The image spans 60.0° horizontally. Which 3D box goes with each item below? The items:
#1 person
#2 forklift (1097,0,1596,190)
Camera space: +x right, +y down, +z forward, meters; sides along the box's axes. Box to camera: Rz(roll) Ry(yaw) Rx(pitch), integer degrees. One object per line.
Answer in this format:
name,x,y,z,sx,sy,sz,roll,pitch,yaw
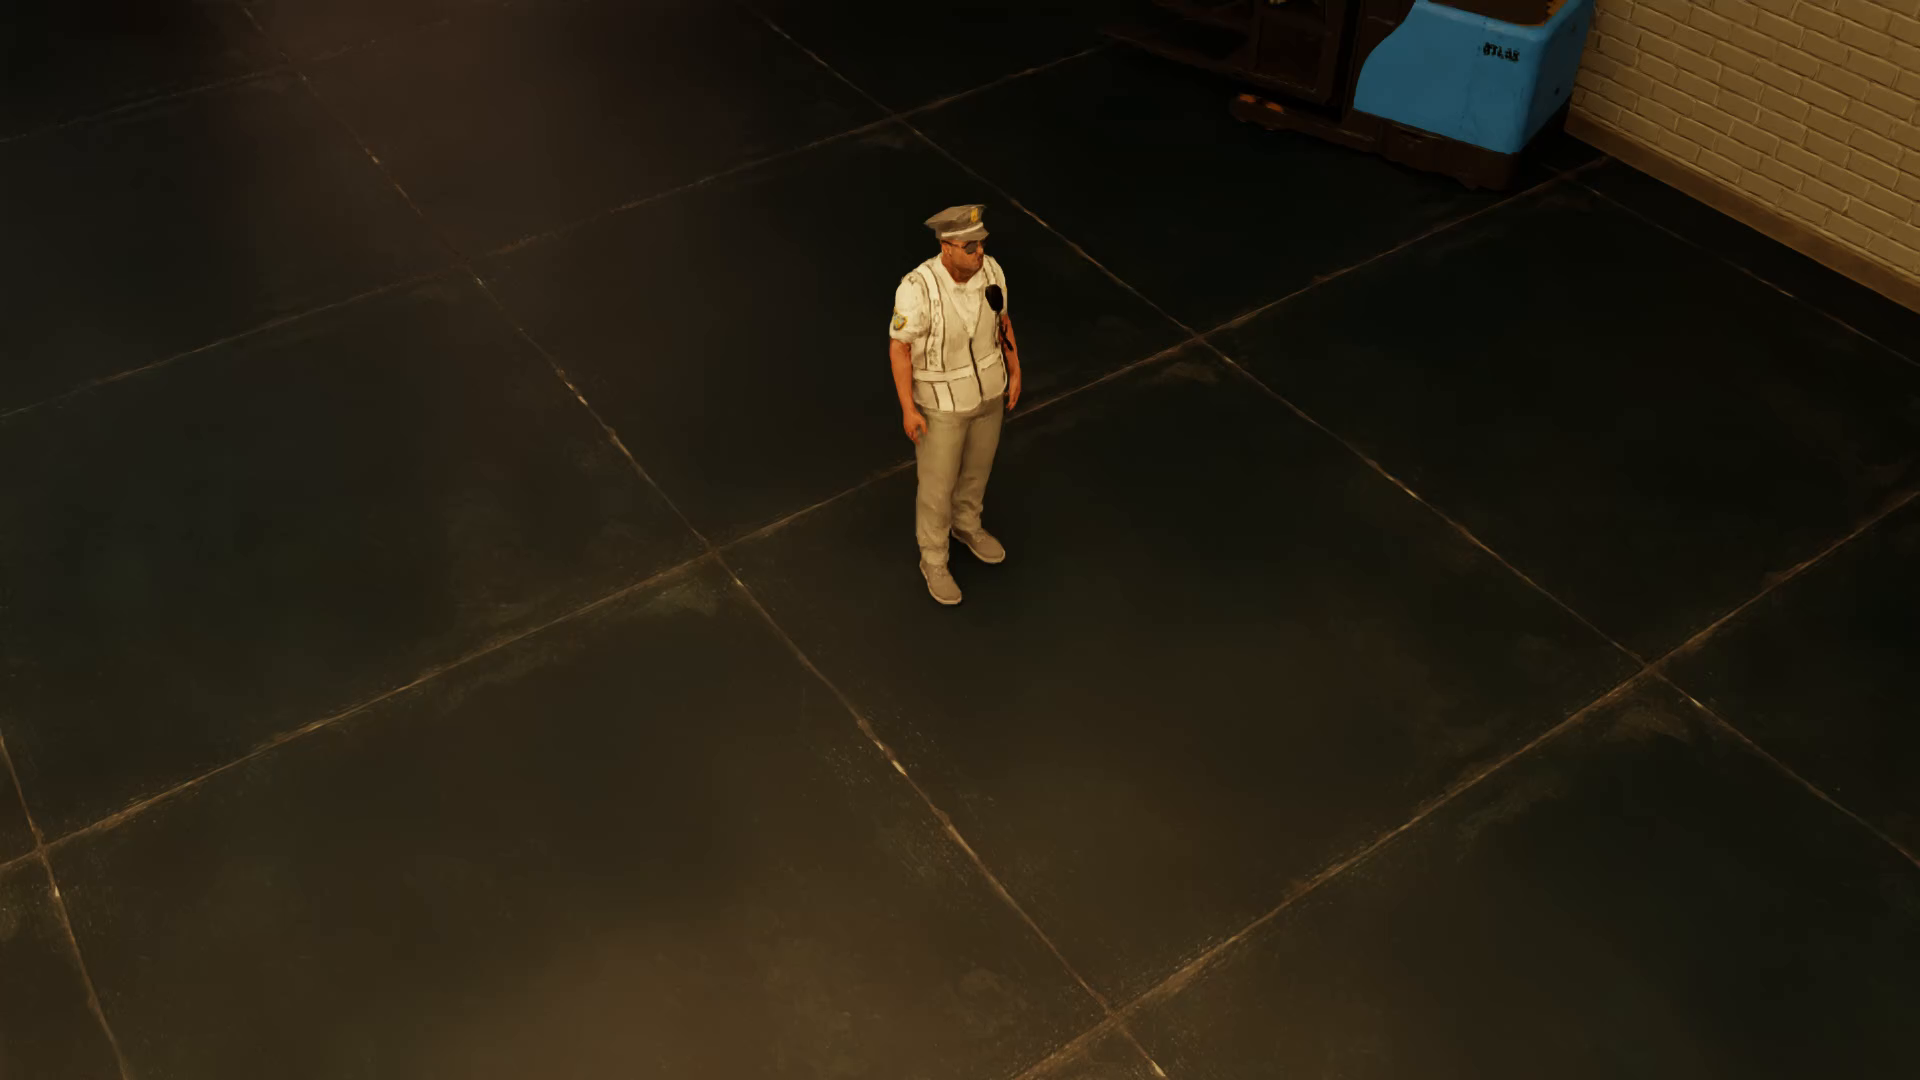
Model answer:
person,0.035,-0.613,7.217,0.640,1.781,0.574,-25,48,-25
forklift,2.362,-3.994,10.050,3.031,2.935,1.130,25,48,25
